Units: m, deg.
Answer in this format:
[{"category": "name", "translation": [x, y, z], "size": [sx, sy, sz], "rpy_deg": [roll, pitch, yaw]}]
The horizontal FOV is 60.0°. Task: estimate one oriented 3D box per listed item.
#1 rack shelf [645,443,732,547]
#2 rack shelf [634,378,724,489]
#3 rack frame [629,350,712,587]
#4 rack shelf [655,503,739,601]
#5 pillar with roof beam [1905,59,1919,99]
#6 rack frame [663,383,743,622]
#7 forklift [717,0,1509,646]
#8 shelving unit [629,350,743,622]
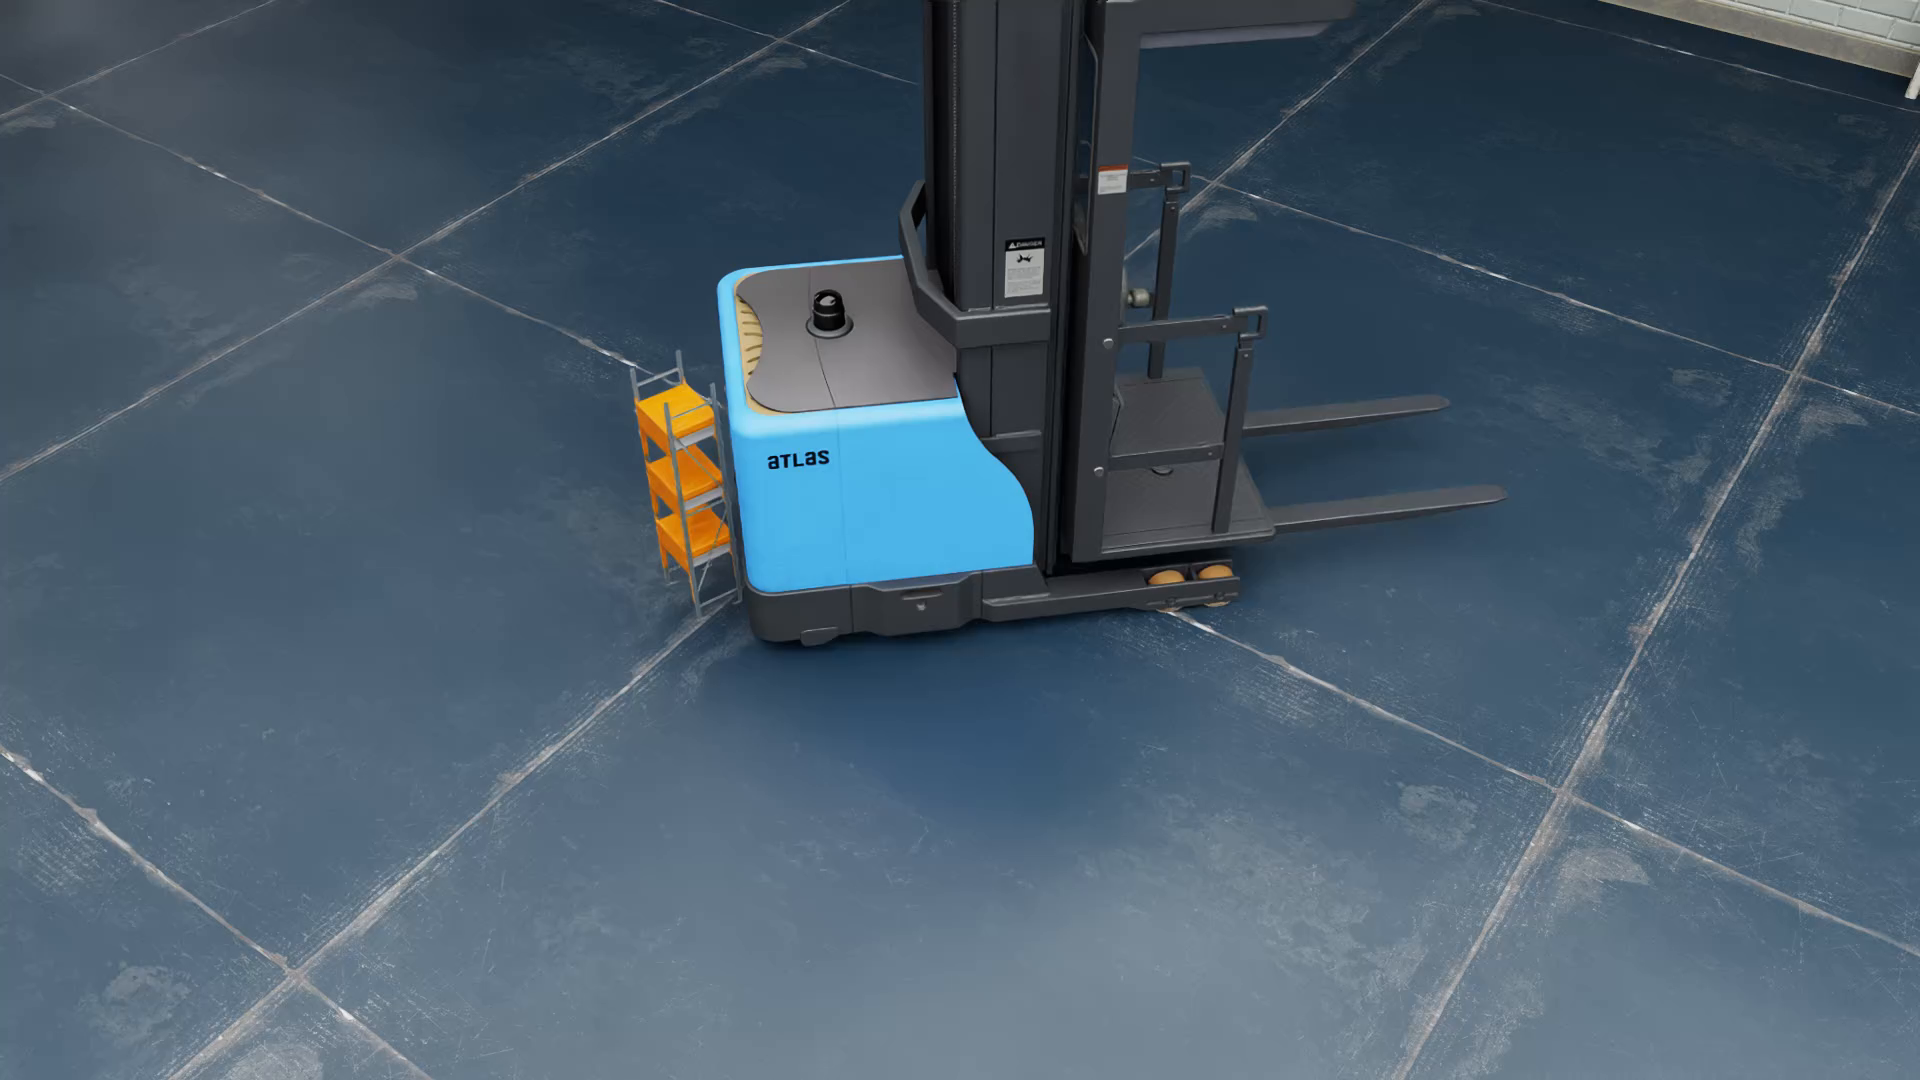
[{"category": "rack shelf", "translation": [-1.004, -0.173, 6.171], "size": [0.215, 0.259, 0.240], "rpy_deg": [-26, 48, -26]}, {"category": "rack shelf", "translation": [-1.006, -0.384, 5.981], "size": [0.215, 0.259, 0.240], "rpy_deg": [-26, 48, -26]}, {"category": "rack frame", "translation": [-1.076, -0.247, 6.237], "size": [0.200, 1.050, 0.008], "rpy_deg": [-26, 48, -26]}, {"category": "rack shelf", "translation": [-1.002, 0.033, 6.357], "size": [0.215, 0.259, 0.240], "rpy_deg": [-26, 48, -26]}, {"category": "pillar with roof beam", "translation": [3.239, -3.575, 3.996], "size": [0.400, 9.000, 9.100], "rpy_deg": [25, 48, 25]}, {"category": "rack frame", "translation": [-0.932, -0.116, 6.090], "size": [0.200, 1.050, 0.008], "rpy_deg": [-26, 48, -26]}, {"category": "forklift", "translation": [0.635, -1.155, 5.843], "size": [3.031, 2.935, 1.130], "rpy_deg": [-6, 42, -7]}, {"category": "shelving unit", "translation": [-1.004, -0.181, 6.164], "size": [0.215, 1.050, 0.252], "rpy_deg": [-26, 48, -26]}]
